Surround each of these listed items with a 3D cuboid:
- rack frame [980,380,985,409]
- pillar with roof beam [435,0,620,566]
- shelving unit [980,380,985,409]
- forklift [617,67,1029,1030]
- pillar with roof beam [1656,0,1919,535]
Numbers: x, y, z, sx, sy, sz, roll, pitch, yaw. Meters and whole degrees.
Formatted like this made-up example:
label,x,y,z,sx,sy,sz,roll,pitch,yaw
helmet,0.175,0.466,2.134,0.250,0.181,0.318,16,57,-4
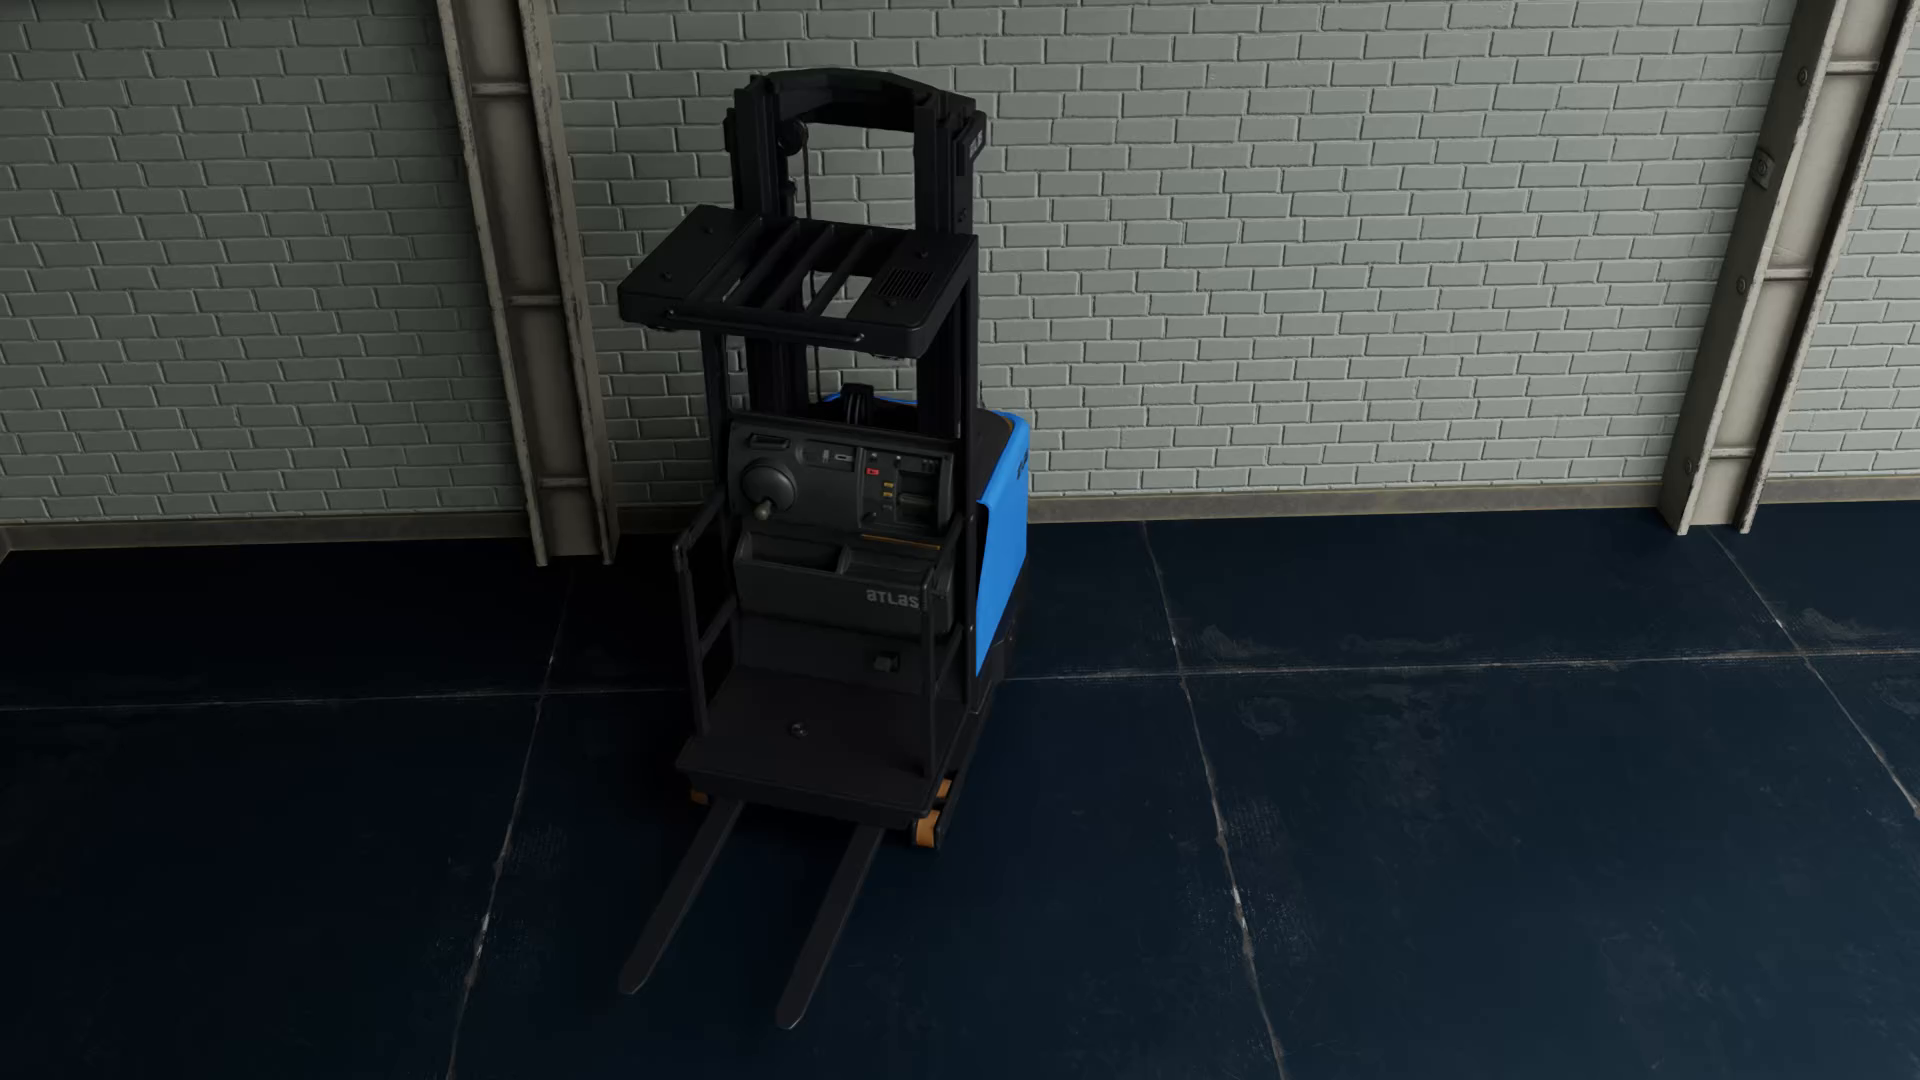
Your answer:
label,x,y,z,sx,sy,sz,roll,pitch,yaw
rack frame,0.112,-0.369,8.528,0.006,0.900,0.240,-2,35,-3
pillar with roof beam,-1.796,-1.211,2.629,0.400,9.000,9.100,-2,35,-2
shelving unit,0.010,-0.365,8.524,0.210,0.900,0.258,-2,35,-3
forklift,-0.534,-0.169,6.455,1.130,2.935,3.031,9,36,12
pillar with roof beam,4.197,-1.373,2.862,0.400,9.000,9.100,-2,35,-2
